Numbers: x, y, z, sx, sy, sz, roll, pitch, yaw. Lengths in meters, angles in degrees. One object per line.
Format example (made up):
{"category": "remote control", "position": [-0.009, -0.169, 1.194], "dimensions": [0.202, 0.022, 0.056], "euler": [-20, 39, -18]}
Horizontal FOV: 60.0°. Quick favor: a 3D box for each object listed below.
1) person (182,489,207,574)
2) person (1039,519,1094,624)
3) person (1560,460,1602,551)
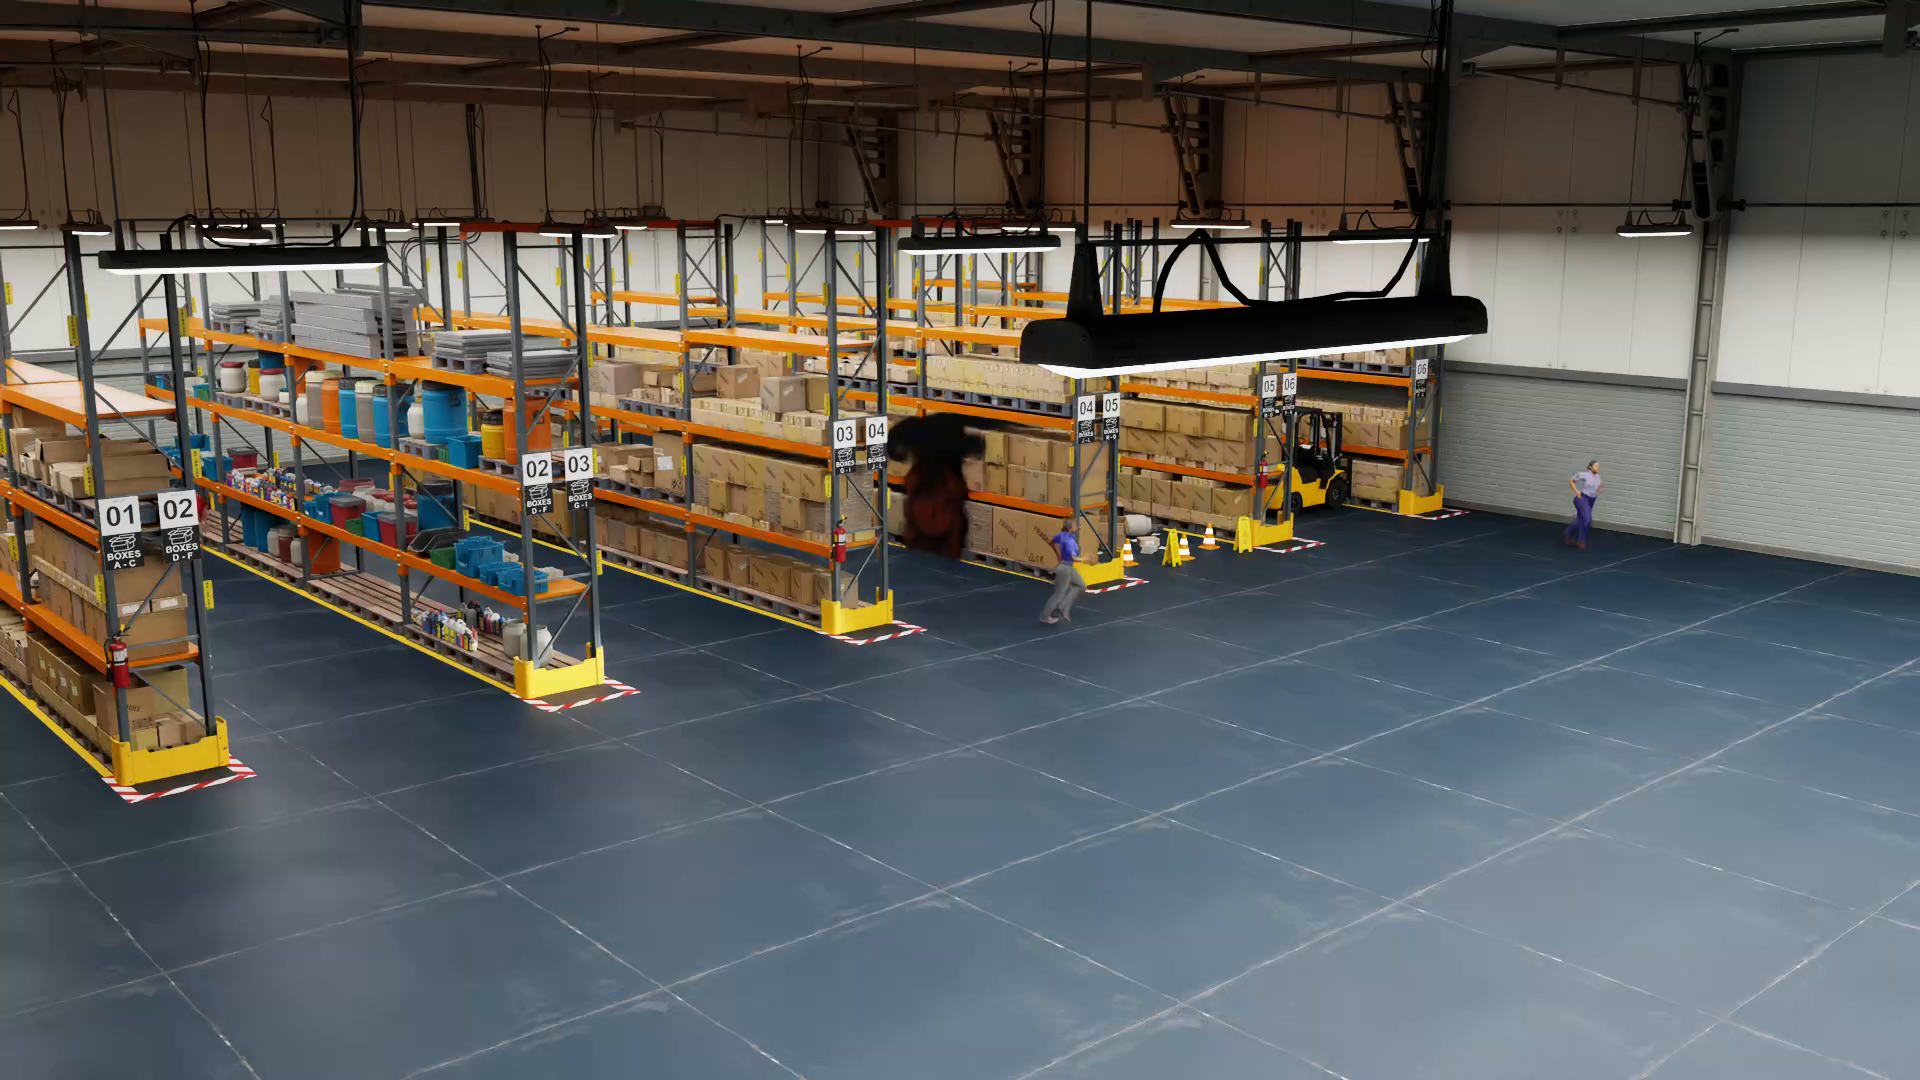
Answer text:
{"category": "person", "position": [-13.409, -0.206, 28.916], "dimensions": [0.886, 1.573, 0.713], "euler": [7, 13, 30]}
{"category": "person", "position": [1.621, 0.464, 25.315], "dimensions": [0.824, 1.619, 0.590], "euler": [0, 11, 0]}
{"category": "person", "position": [11.670, -0.668, 31.176], "dimensions": [0.652, 1.698, 0.677], "euler": [-9, 14, -37]}
